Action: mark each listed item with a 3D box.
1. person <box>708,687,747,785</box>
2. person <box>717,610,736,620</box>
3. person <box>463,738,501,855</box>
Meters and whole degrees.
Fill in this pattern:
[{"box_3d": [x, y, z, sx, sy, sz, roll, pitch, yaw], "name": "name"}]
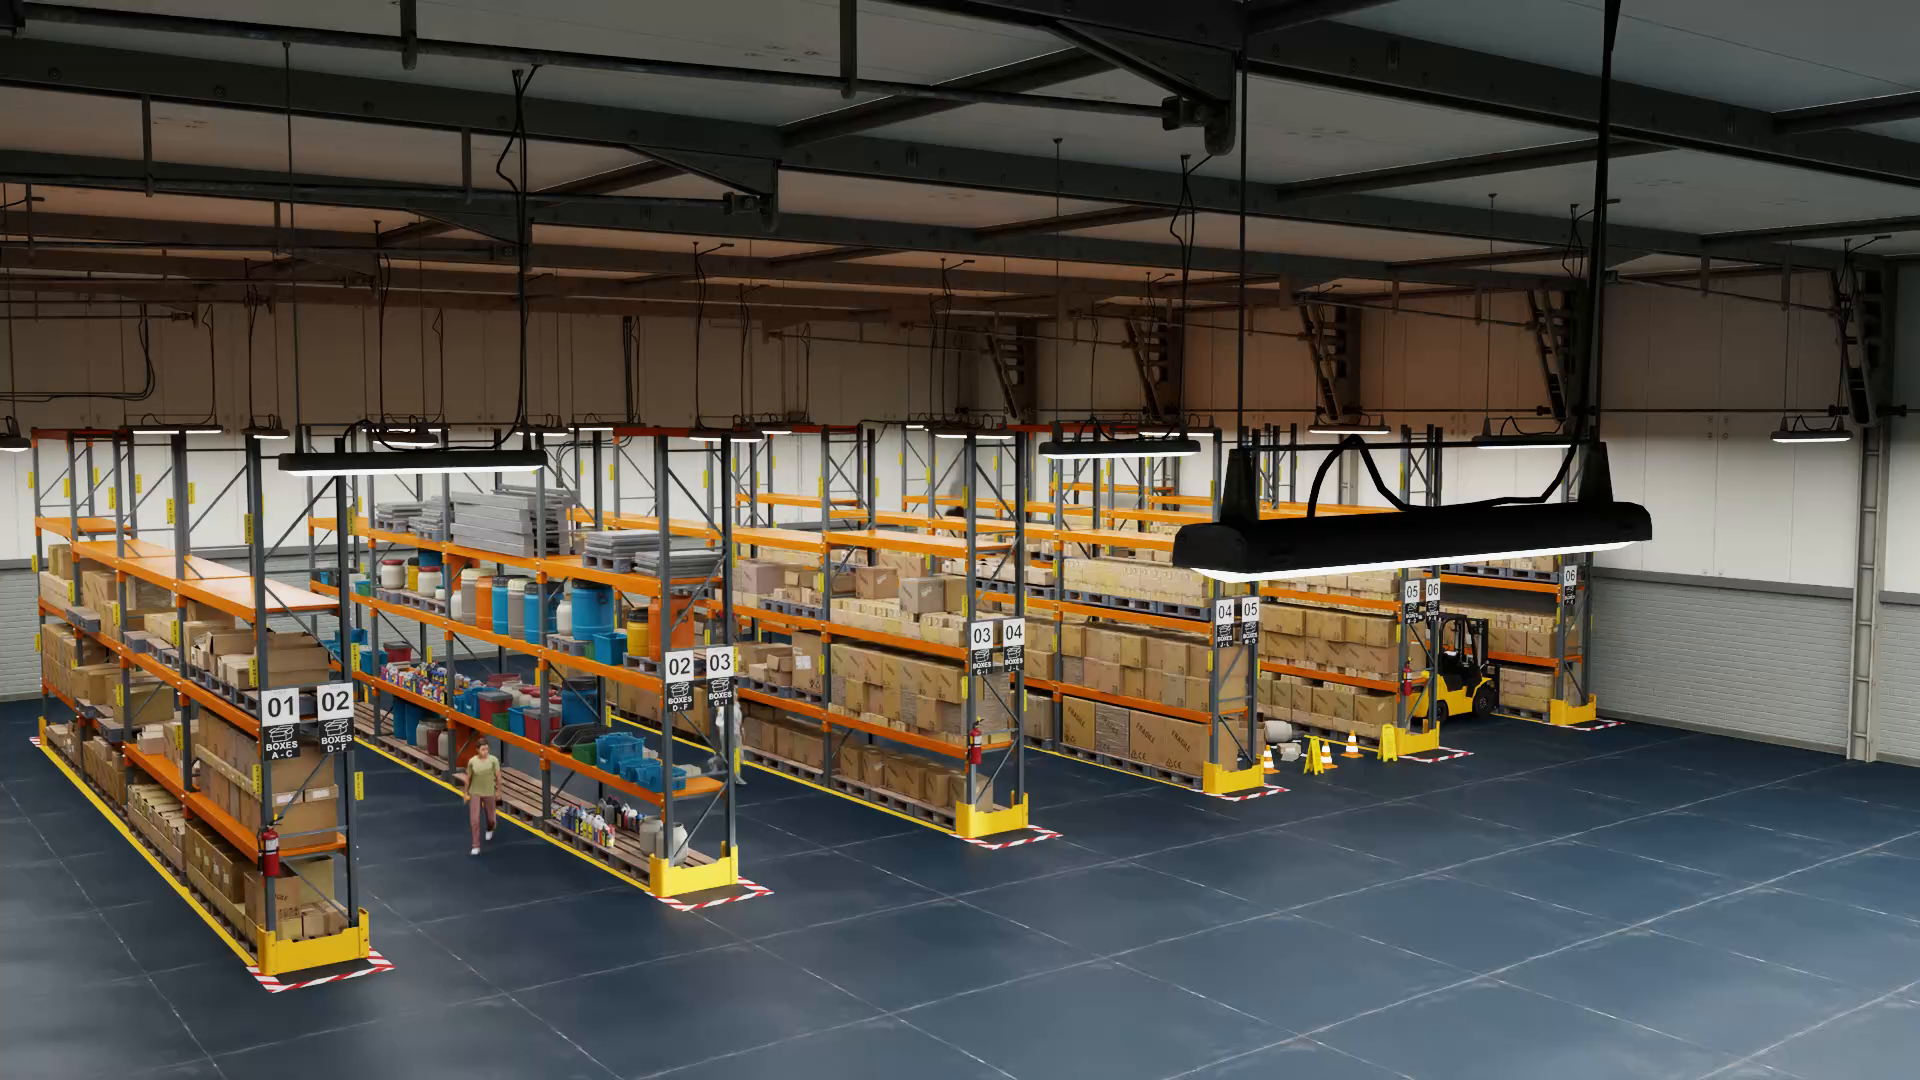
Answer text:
[{"box_3d": [-3.933, 3.290, 28.186, 0.873, 1.655, 0.610, 4, 6, 44], "name": "person"}, {"box_3d": [-5.866, 2.215, 41.787, 0.660, 1.677, 0.595, 1, 5, 13], "name": "person"}, {"box_3d": [-6.855, 3.627, 23.850, 0.533, 1.632, 0.848, -1, 5, -14], "name": "person"}]
